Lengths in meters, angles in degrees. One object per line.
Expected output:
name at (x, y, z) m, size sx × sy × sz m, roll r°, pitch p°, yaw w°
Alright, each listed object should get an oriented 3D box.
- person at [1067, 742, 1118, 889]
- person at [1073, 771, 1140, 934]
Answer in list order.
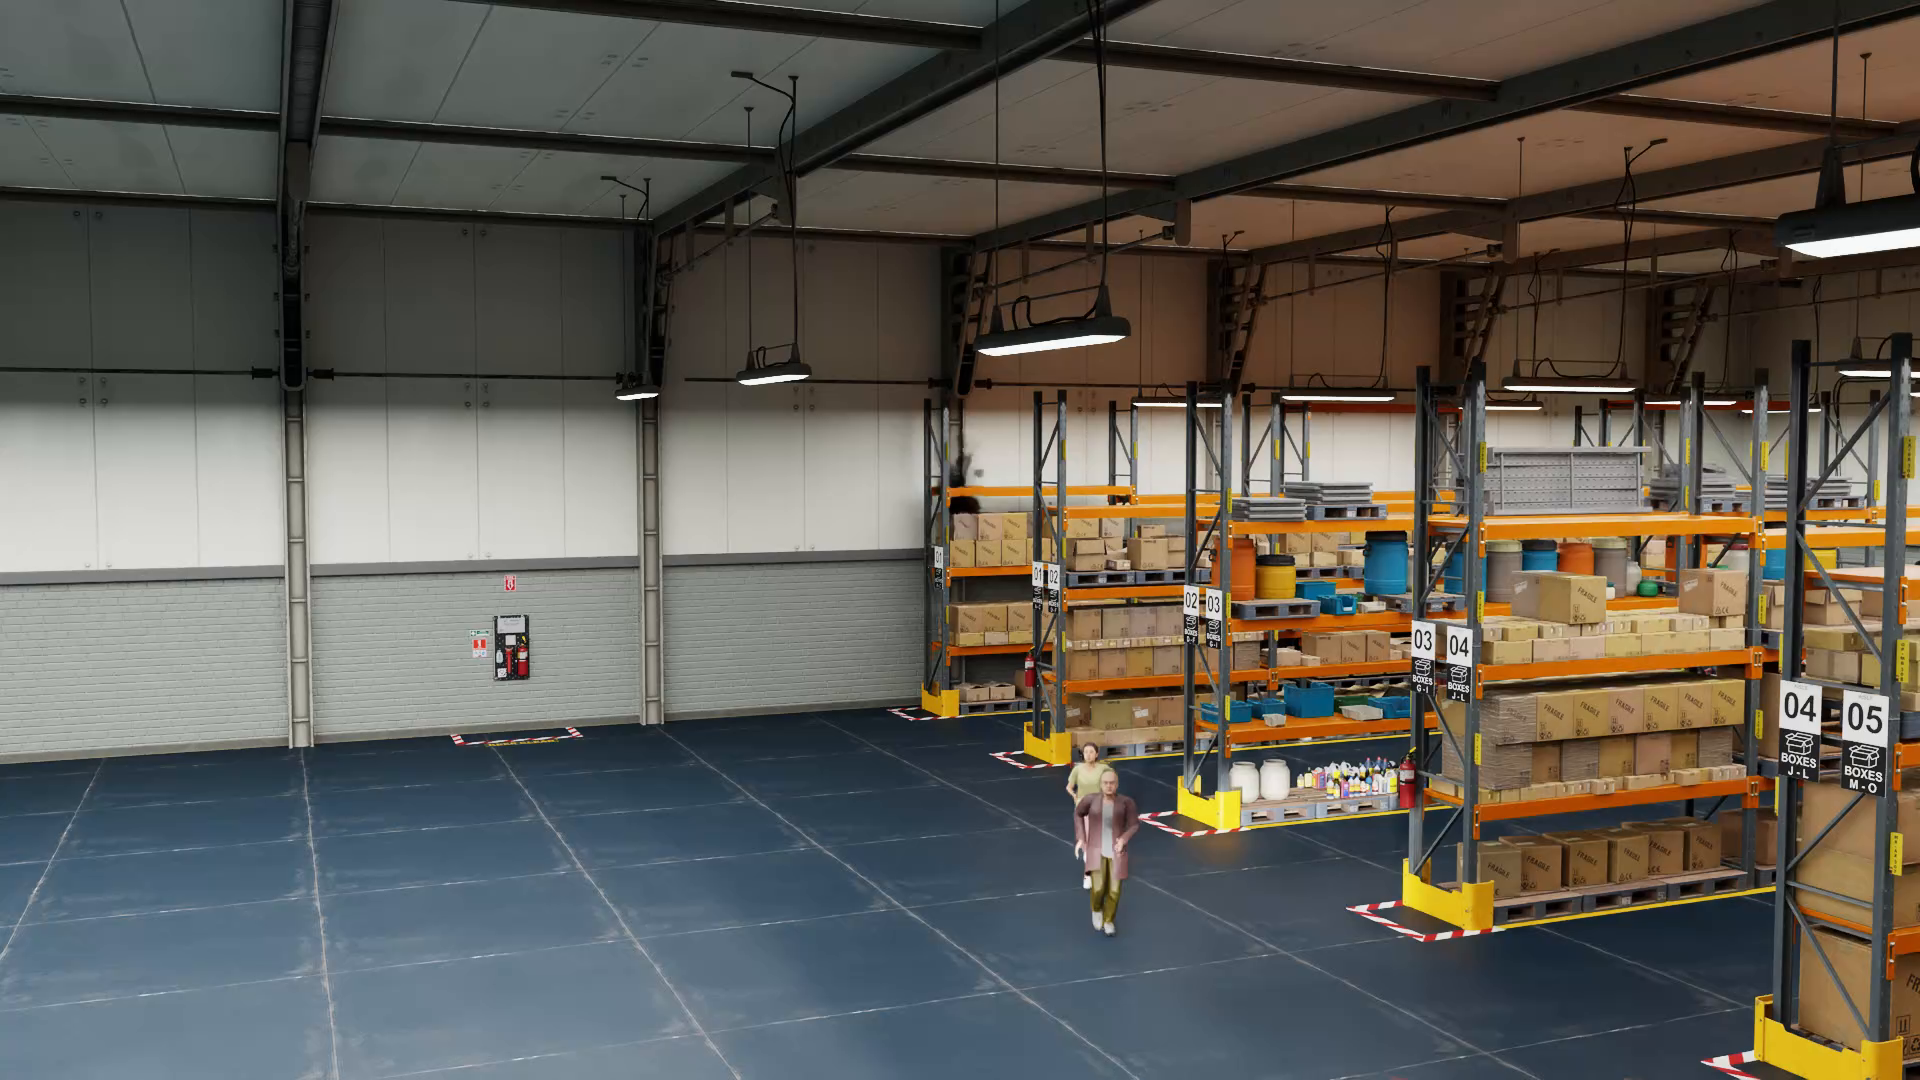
person at (1.538, 3.186, 19.518) m, size 0.592 × 1.633 × 0.970 m, roll 1°, pitch 3°, yaw 10°
person at (1.526, 3.269, 17.308) m, size 0.689 × 1.734 × 0.741 m, roll 0°, pitch 3°, yaw 3°
